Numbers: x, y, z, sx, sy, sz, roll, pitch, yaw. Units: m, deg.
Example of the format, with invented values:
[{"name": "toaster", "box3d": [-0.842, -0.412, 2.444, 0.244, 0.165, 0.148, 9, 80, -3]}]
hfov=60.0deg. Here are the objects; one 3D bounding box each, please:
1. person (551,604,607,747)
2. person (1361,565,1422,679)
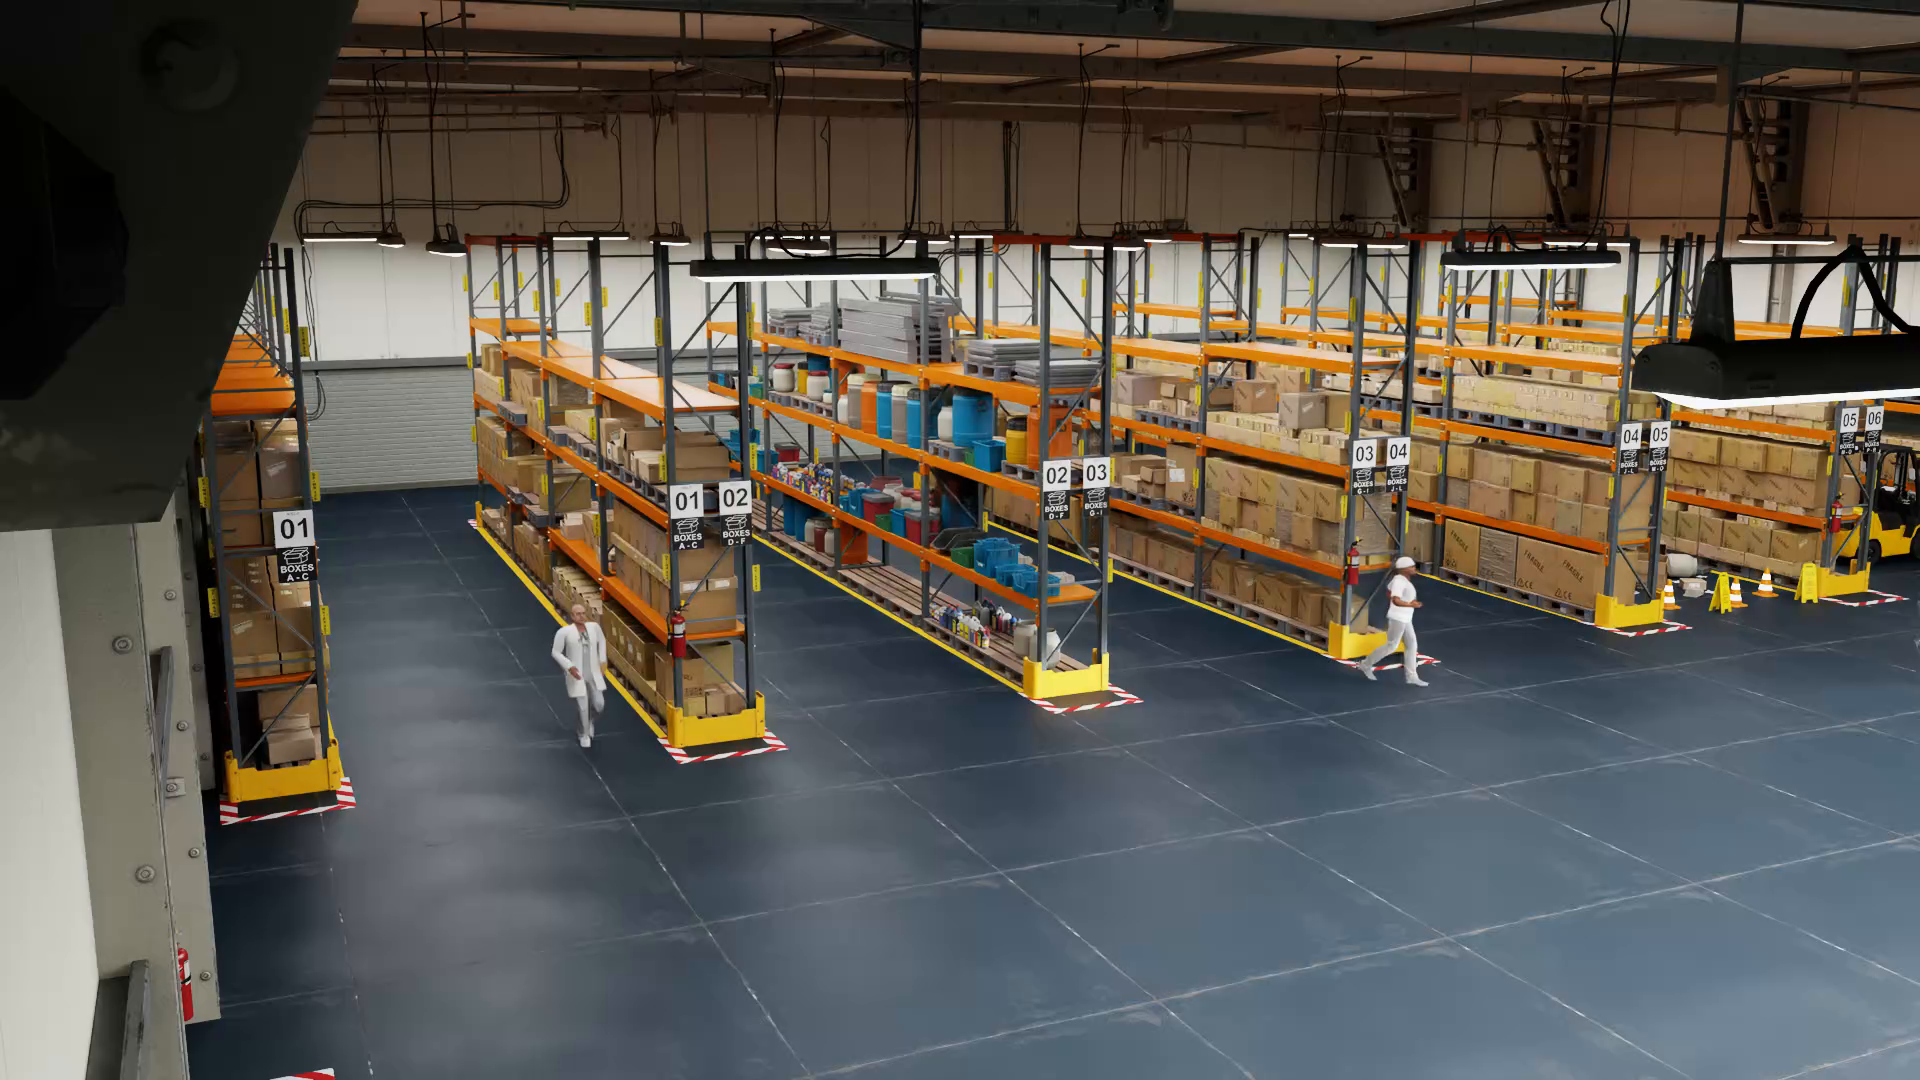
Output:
[{"name": "person", "box3d": [-4.557, 1.737, 20.162, 0.716, 1.540, 0.516, -7, 13, -32]}, {"name": "person", "box3d": [5.983, 1.071, 22.897, 0.773, 1.631, 0.708, 5, 12, 25]}]
